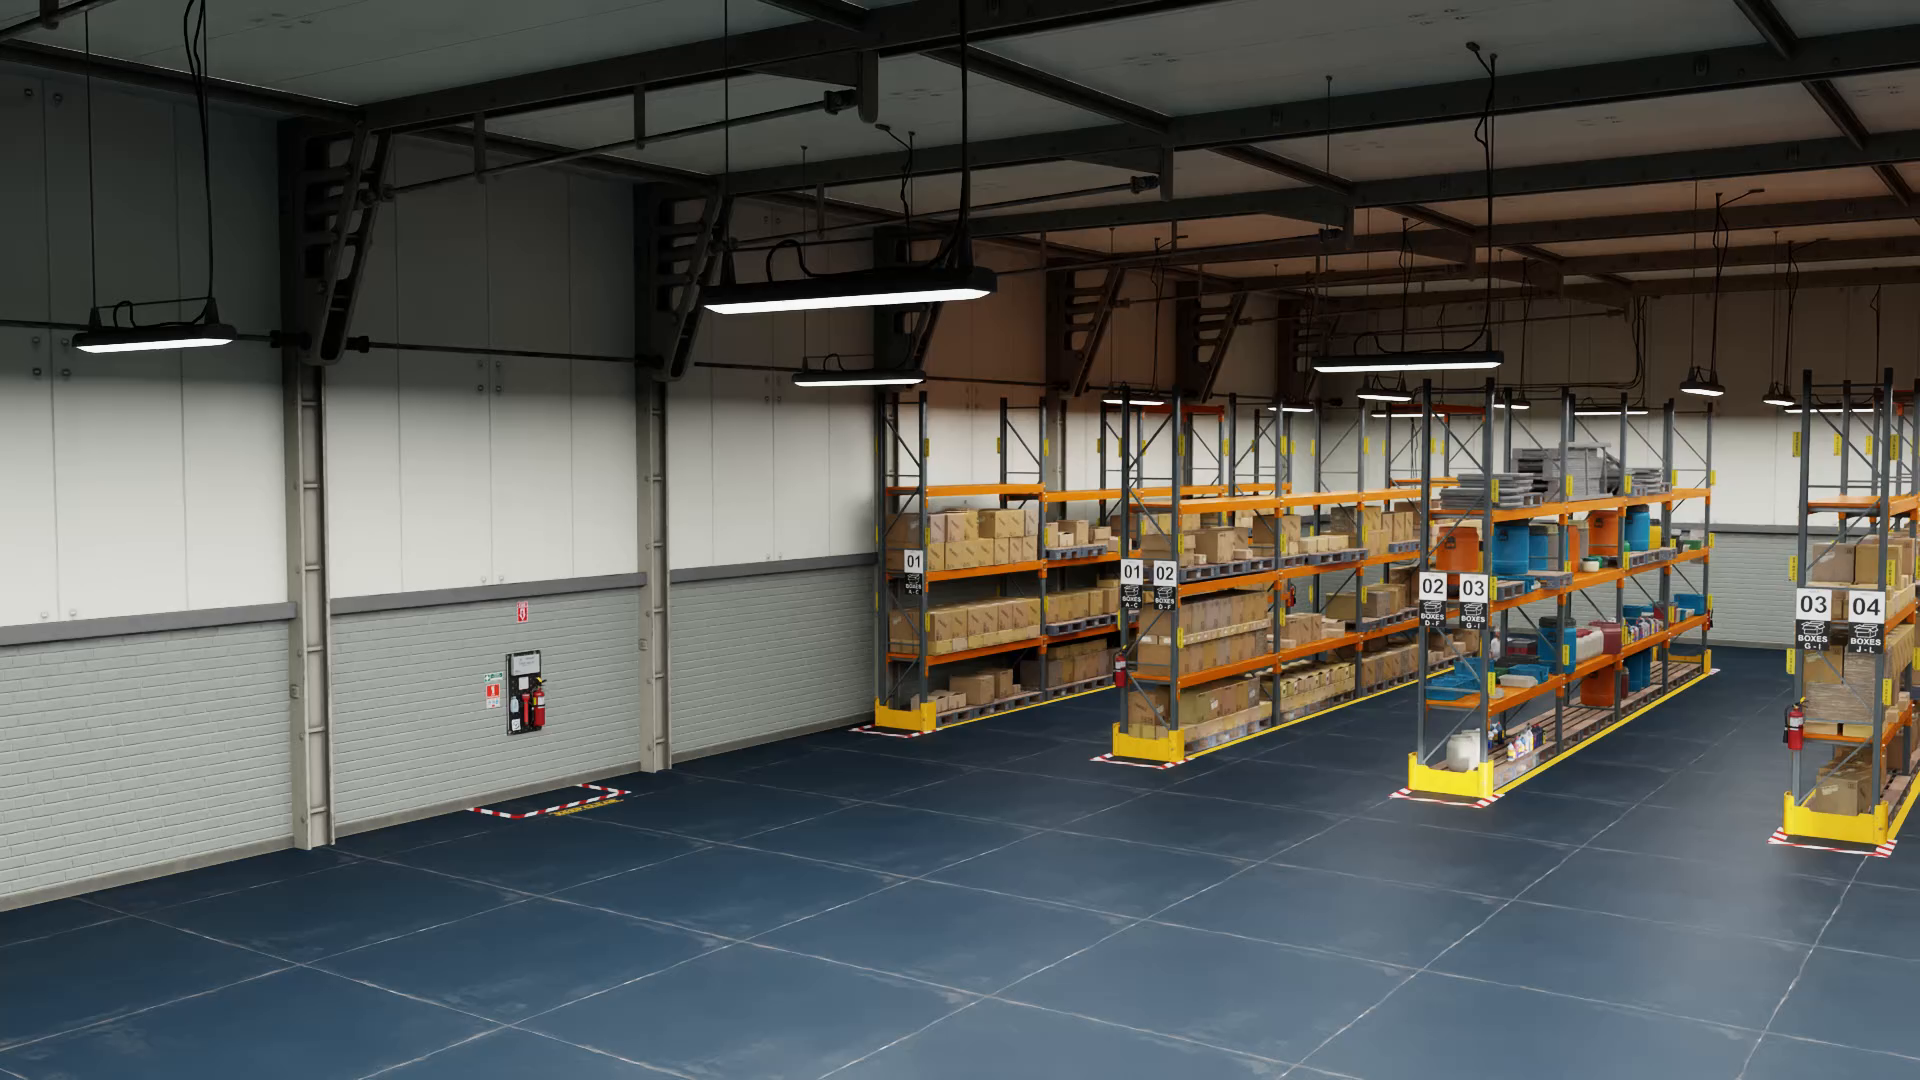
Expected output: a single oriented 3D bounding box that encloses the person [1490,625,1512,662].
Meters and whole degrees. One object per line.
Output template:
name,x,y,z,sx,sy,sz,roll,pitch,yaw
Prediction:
person,10.513,2.425,32.043,0.624,1.604,0.716,3,4,44
